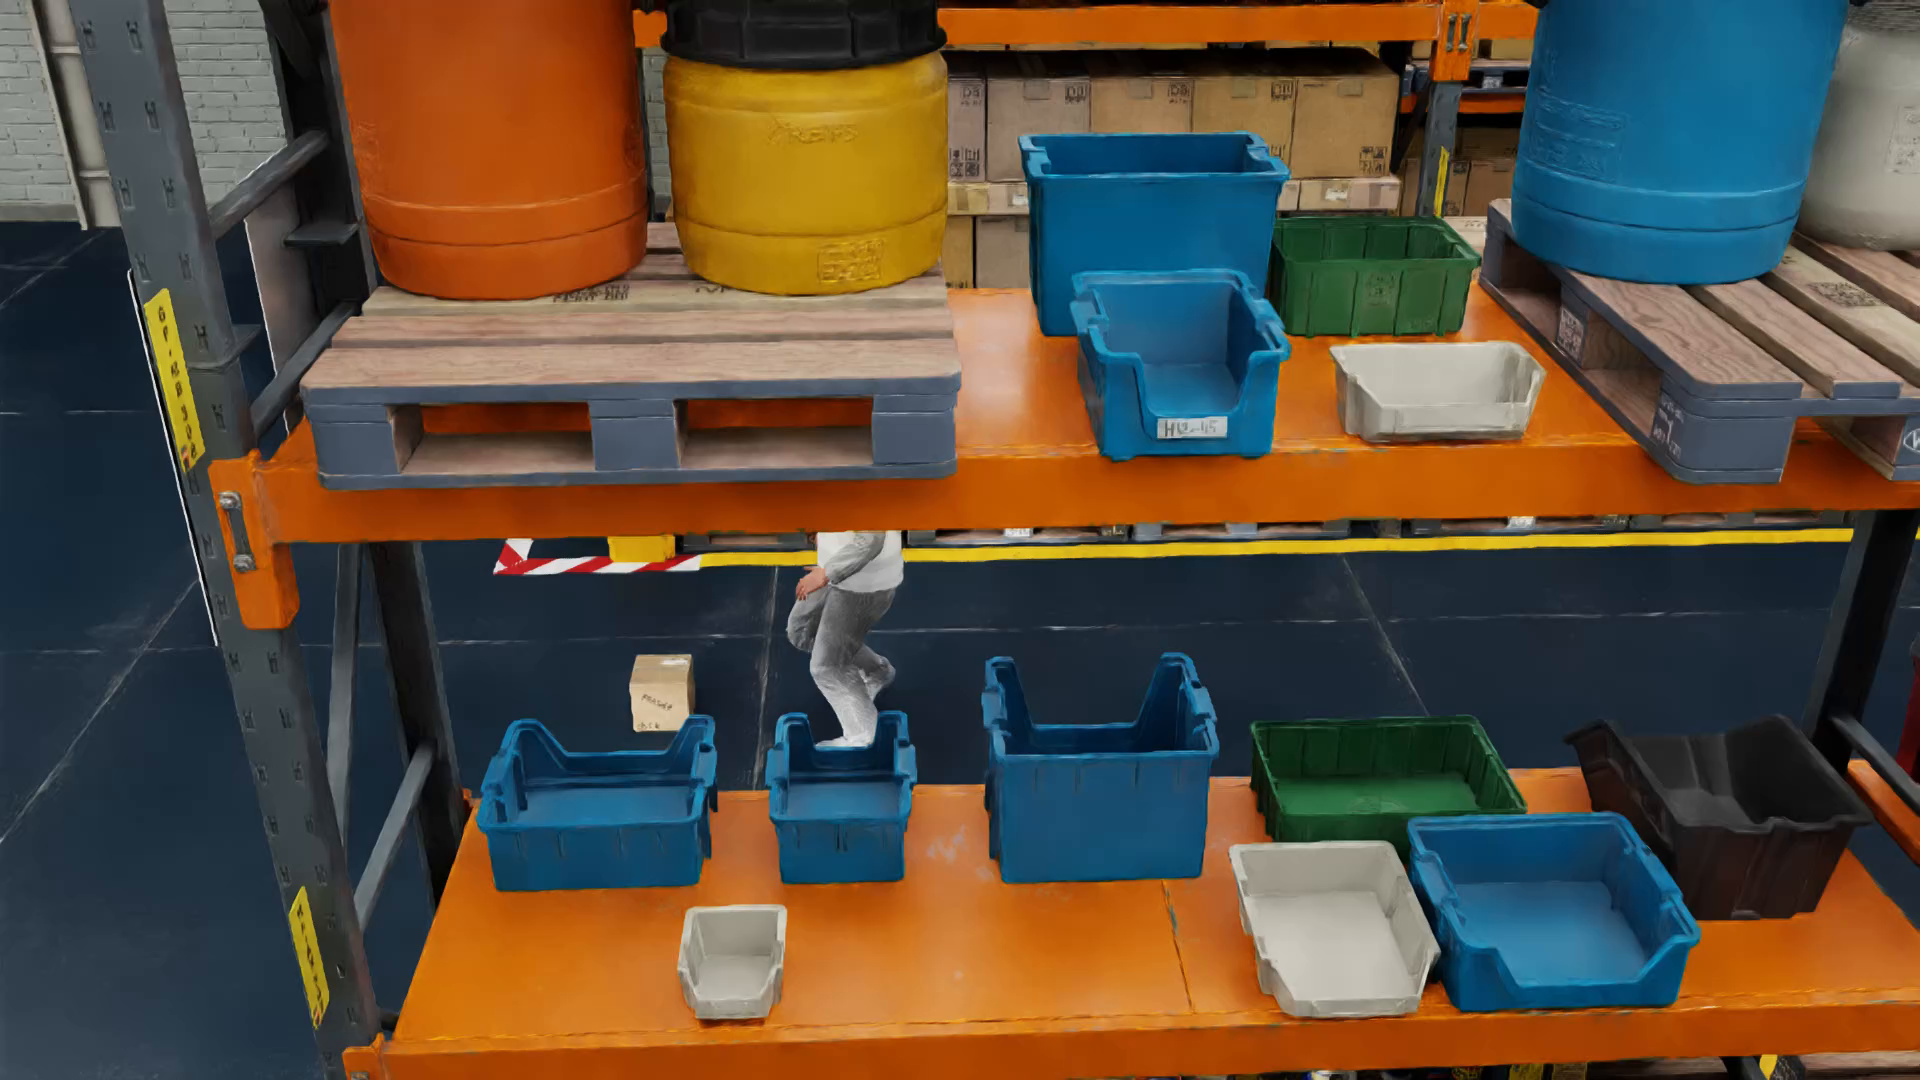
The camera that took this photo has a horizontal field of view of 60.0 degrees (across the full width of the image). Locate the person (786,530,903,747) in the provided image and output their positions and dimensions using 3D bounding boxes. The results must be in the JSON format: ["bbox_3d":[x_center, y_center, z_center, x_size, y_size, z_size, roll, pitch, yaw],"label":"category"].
[{"bbox_3d":[-0.477,0.126,6.883,0.503,1.747,0.716,-4,28,-7],"label":"person"}]
